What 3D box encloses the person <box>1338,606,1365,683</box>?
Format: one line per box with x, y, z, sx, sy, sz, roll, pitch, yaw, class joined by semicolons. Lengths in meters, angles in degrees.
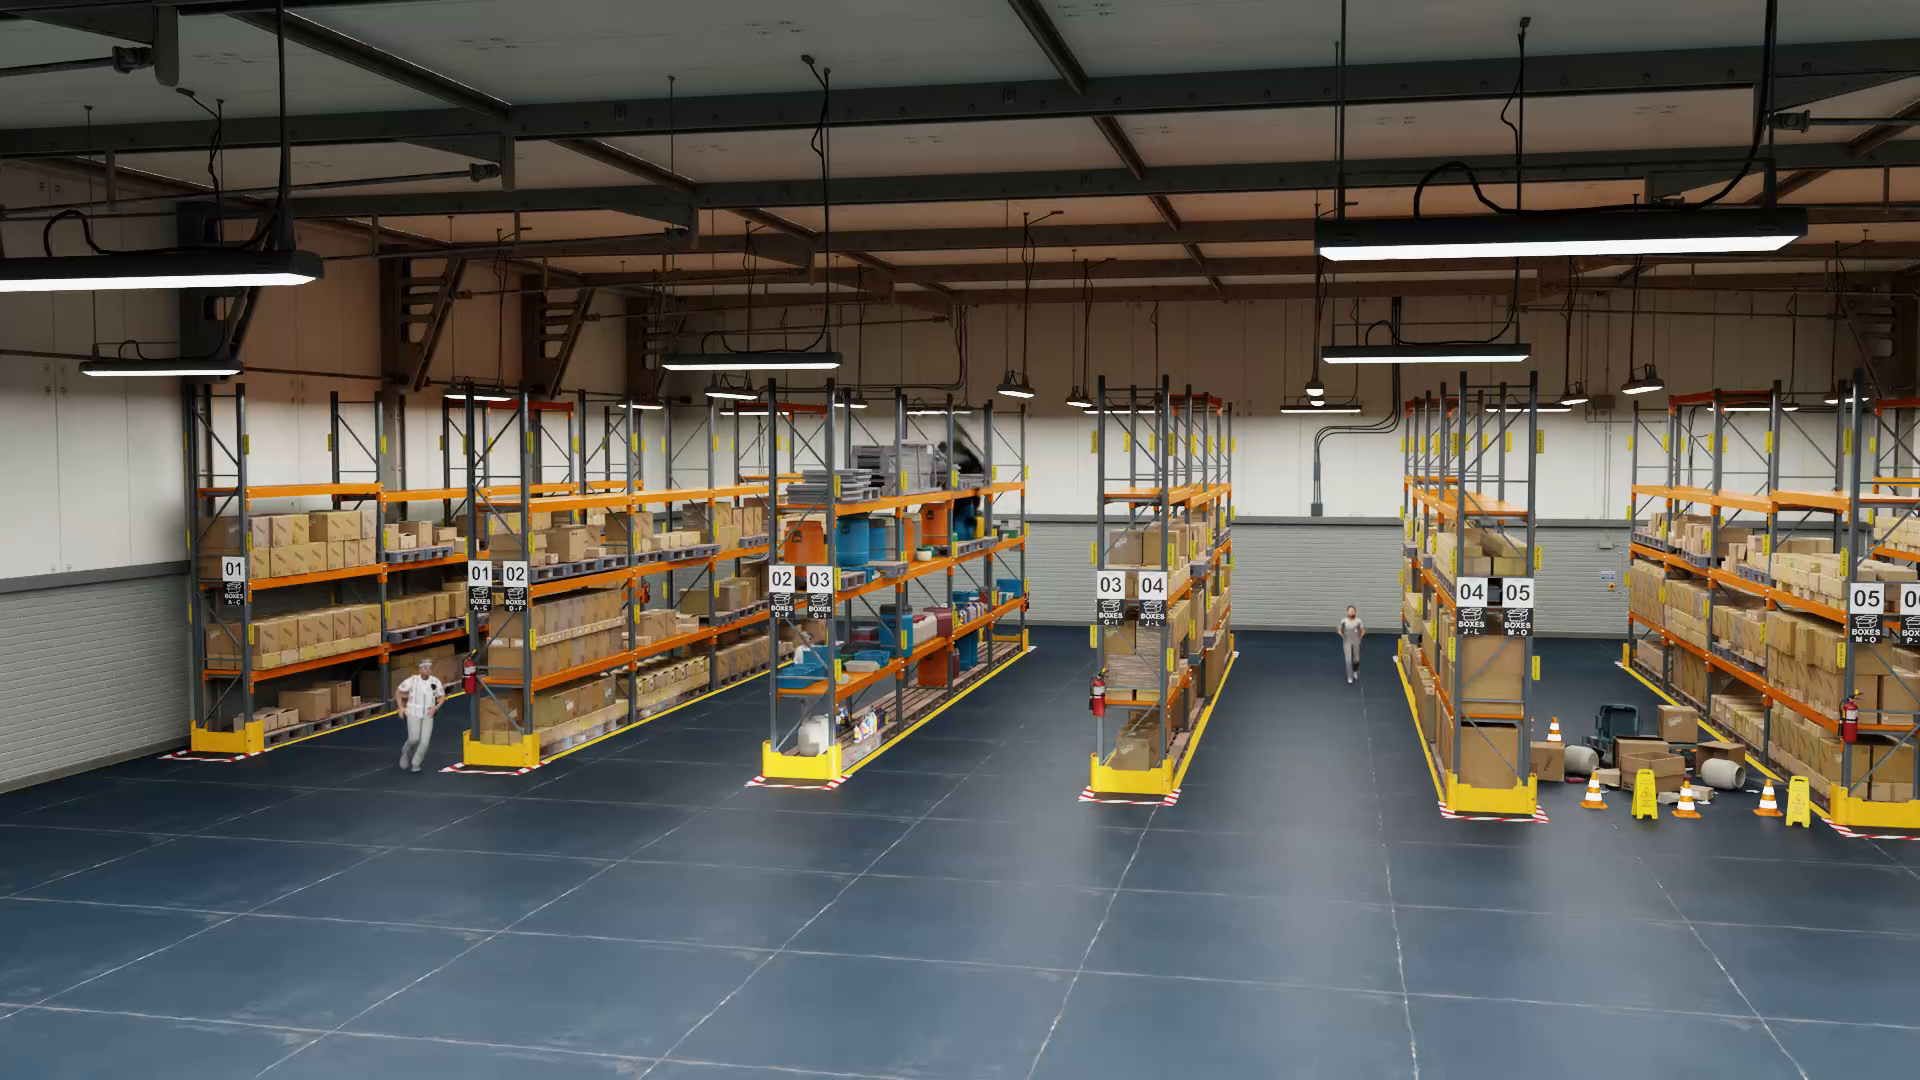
8.218;2.190;34.926;0.560;1.622;0.581;1;3;12;person

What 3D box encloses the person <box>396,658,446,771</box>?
-8.245;2.682;25.536;0.697;1.721;0.534;-2;4;-33;person

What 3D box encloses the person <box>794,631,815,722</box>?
-2.743;2.466;30.023;0.604;1.667;0.588;1;3;14;person
